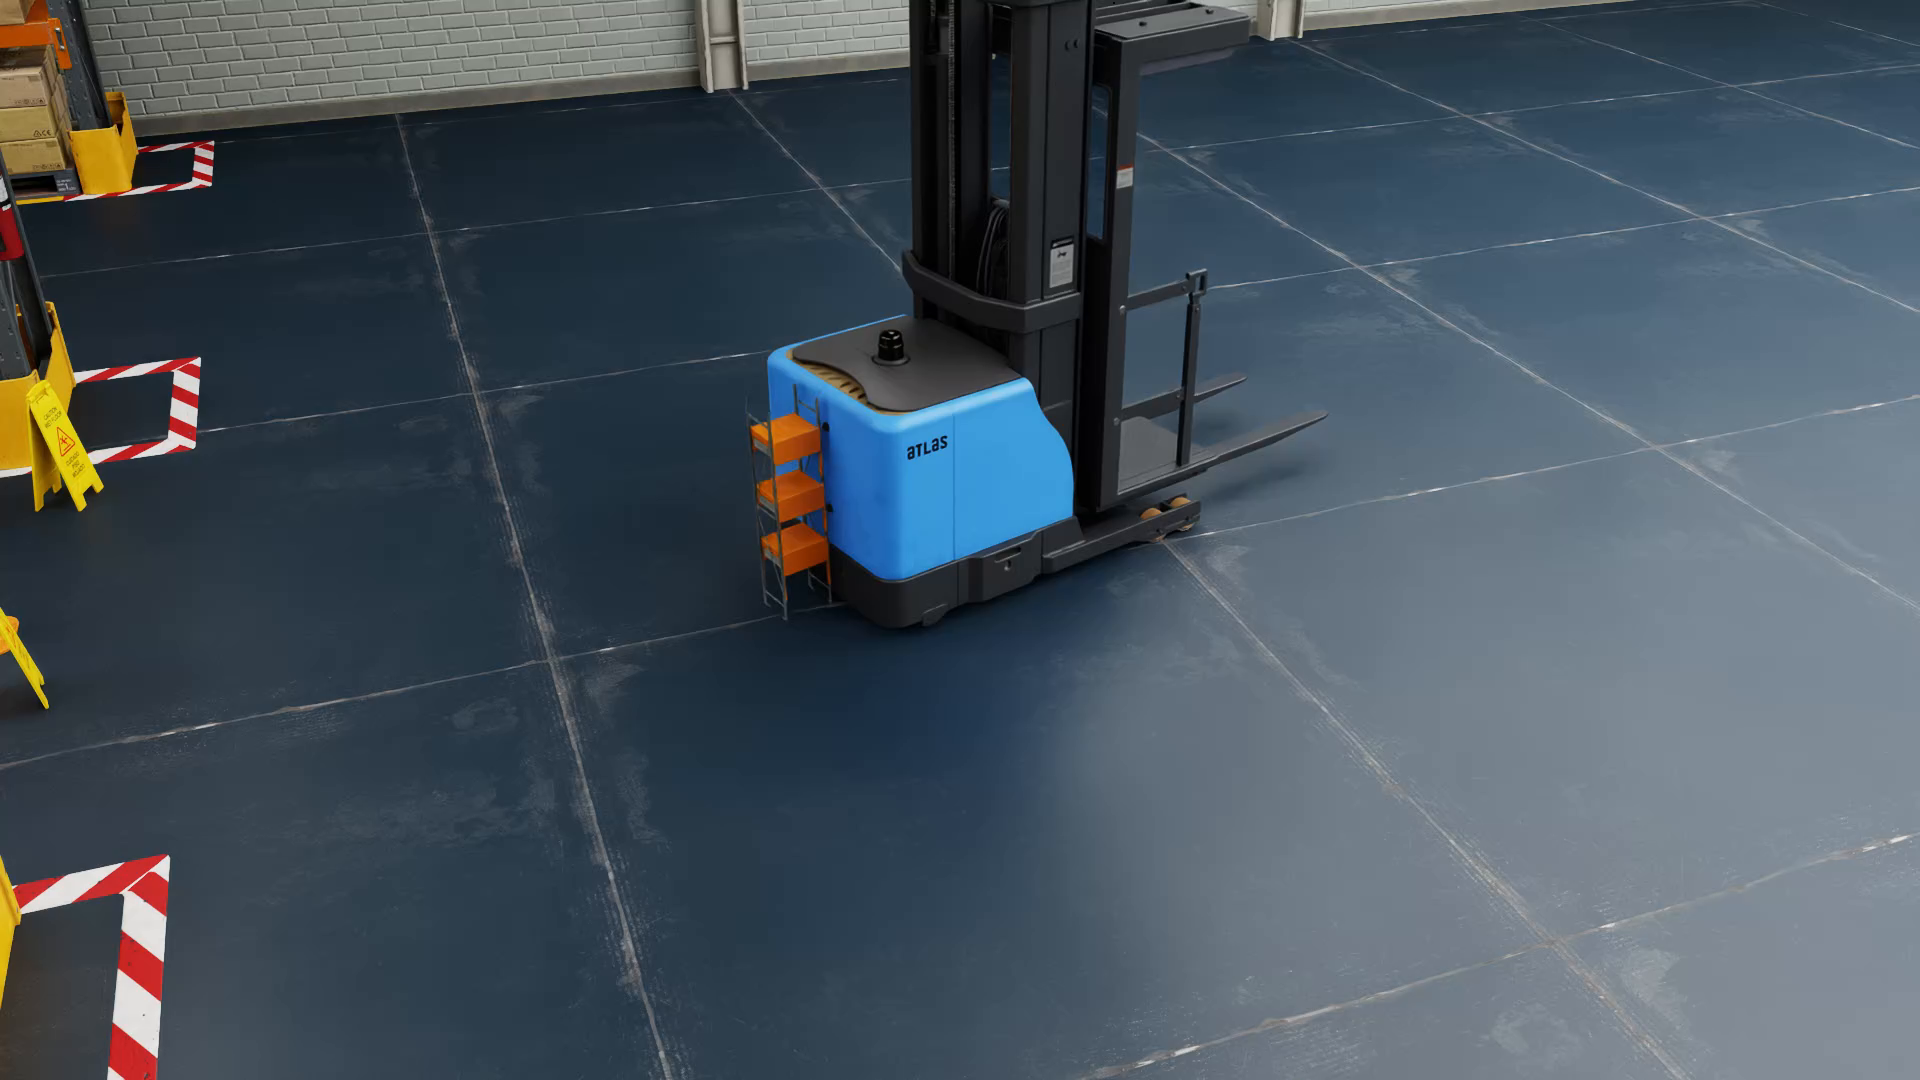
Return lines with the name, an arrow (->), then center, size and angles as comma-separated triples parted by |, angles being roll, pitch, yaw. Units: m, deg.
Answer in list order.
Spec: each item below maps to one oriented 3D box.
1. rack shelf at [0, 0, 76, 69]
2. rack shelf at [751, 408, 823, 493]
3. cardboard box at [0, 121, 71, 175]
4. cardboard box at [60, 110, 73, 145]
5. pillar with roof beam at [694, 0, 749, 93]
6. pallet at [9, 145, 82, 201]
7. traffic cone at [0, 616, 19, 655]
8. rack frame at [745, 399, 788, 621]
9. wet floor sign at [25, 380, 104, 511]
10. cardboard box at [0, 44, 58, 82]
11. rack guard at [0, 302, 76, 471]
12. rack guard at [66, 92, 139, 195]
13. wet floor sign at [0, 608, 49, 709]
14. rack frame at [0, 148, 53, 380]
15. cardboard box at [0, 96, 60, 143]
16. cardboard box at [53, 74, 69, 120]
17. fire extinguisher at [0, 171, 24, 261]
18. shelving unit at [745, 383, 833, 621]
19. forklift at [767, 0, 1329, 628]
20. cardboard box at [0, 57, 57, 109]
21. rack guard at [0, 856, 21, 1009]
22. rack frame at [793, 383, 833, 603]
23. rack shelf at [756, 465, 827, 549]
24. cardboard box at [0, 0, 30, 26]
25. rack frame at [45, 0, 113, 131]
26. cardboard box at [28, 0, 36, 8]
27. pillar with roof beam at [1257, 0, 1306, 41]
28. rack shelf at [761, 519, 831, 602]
rack shelf -> -8.773, -3.622, 12.304 | 4.000, 0.370, 1.077 | -10, 31, -18
rack shelf -> -0.767, -0.394, 7.323 | 0.240, 0.259, 0.215 | -22, 36, -30
cardboard box -> -7.229, -3.040, 12.909 | 0.500, 0.250, 0.500 | -10, 31, -17
cardboard box -> -7.427, -3.274, 13.319 | 0.500, 0.250, 0.500 | -10, 31, -17
pillar with roof beam -> -0.741, -6.223, 10.082 | 0.400, 9.000, 9.100 | -10, 31, -18
pallet -> -7.600, -2.917, 13.157 | 1.213, 0.211, 1.003 | -10, 31, -18
traffic cone -> -4.411, 0.254, 7.337 | 0.334, 0.463, 0.336 | -10, 31, -18
rack frame -> -0.859, -0.120, 7.400 | 0.008, 1.050, 0.200 | -22, 36, -30
wet floor sign -> -4.613, -0.491, 8.460 | 0.232, 0.644, 0.267 | 0, 30, 0
cardboard box -> -7.415, -3.707, 13.070 | 0.500, 0.250, 0.500 | -11, 31, -18
rack guard -> -5.235, -0.878, 9.287 | 0.348, 0.500, 1.175 | -10, 31, -18
rack guard -> -6.876, -3.198, 13.358 | 0.348, 0.500, 1.175 | -10, 31, -18
wet floor sign -> -4.007, 0.401, 6.895 | 0.232, 0.644, 0.267 | -16, 33, -26
rack frame -> -5.164, -1.978, 8.691 | 0.127, 3.000, 1.000 | -10, 31, -18
cardboard box -> -7.245, -3.256, 12.783 | 0.500, 0.250, 0.500 | -11, 31, -18
cardboard box -> -7.411, -3.500, 13.212 | 0.500, 0.250, 0.500 | -10, 31, -17
fire extinguisher -> -4.896, -1.750, 8.370 | 0.183, 0.674, 0.296 | -10, 31, -18
shelving unit -> -0.761, -0.159, 7.462 | 0.252, 1.050, 0.215 | -22, 36, -30
forklift -> 0.588, -1.452, 7.838 | 3.031, 2.935, 1.130 | -20, 35, -31
cardboard box -> -7.221, -3.478, 12.668 | 0.500, 0.250, 0.500 | -9, 31, -16
rack guard -> -3.321, 1.383, 5.317 | 0.348, 0.500, 1.175 | -10, 31, -18
rack frame -> -0.663, -0.198, 7.524 | 0.008, 1.050, 0.200 | -22, 36, -30
rack shelf -> -0.761, -0.150, 7.467 | 0.240, 0.259, 0.215 | -22, 36, -30
cardboard box -> -7.268, -4.117, 12.344 | 0.500, 0.500, 0.500 | -11, 32, -19
rack frame -> -6.898, -4.280, 12.732 | 0.127, 3.000, 1.000 | -10, 31, -18
cardboard box -> -7.459, -4.367, 12.783 | 0.500, 0.500, 0.500 | -9, 31, -16
pillar with roof beam -> 4.883, -7.259, 11.900 | 0.400, 9.000, 9.100 | -10, 31, -18
rack shelf -> -0.755, 0.089, 7.608 | 0.240, 0.259, 0.215 | -22, 36, -30
